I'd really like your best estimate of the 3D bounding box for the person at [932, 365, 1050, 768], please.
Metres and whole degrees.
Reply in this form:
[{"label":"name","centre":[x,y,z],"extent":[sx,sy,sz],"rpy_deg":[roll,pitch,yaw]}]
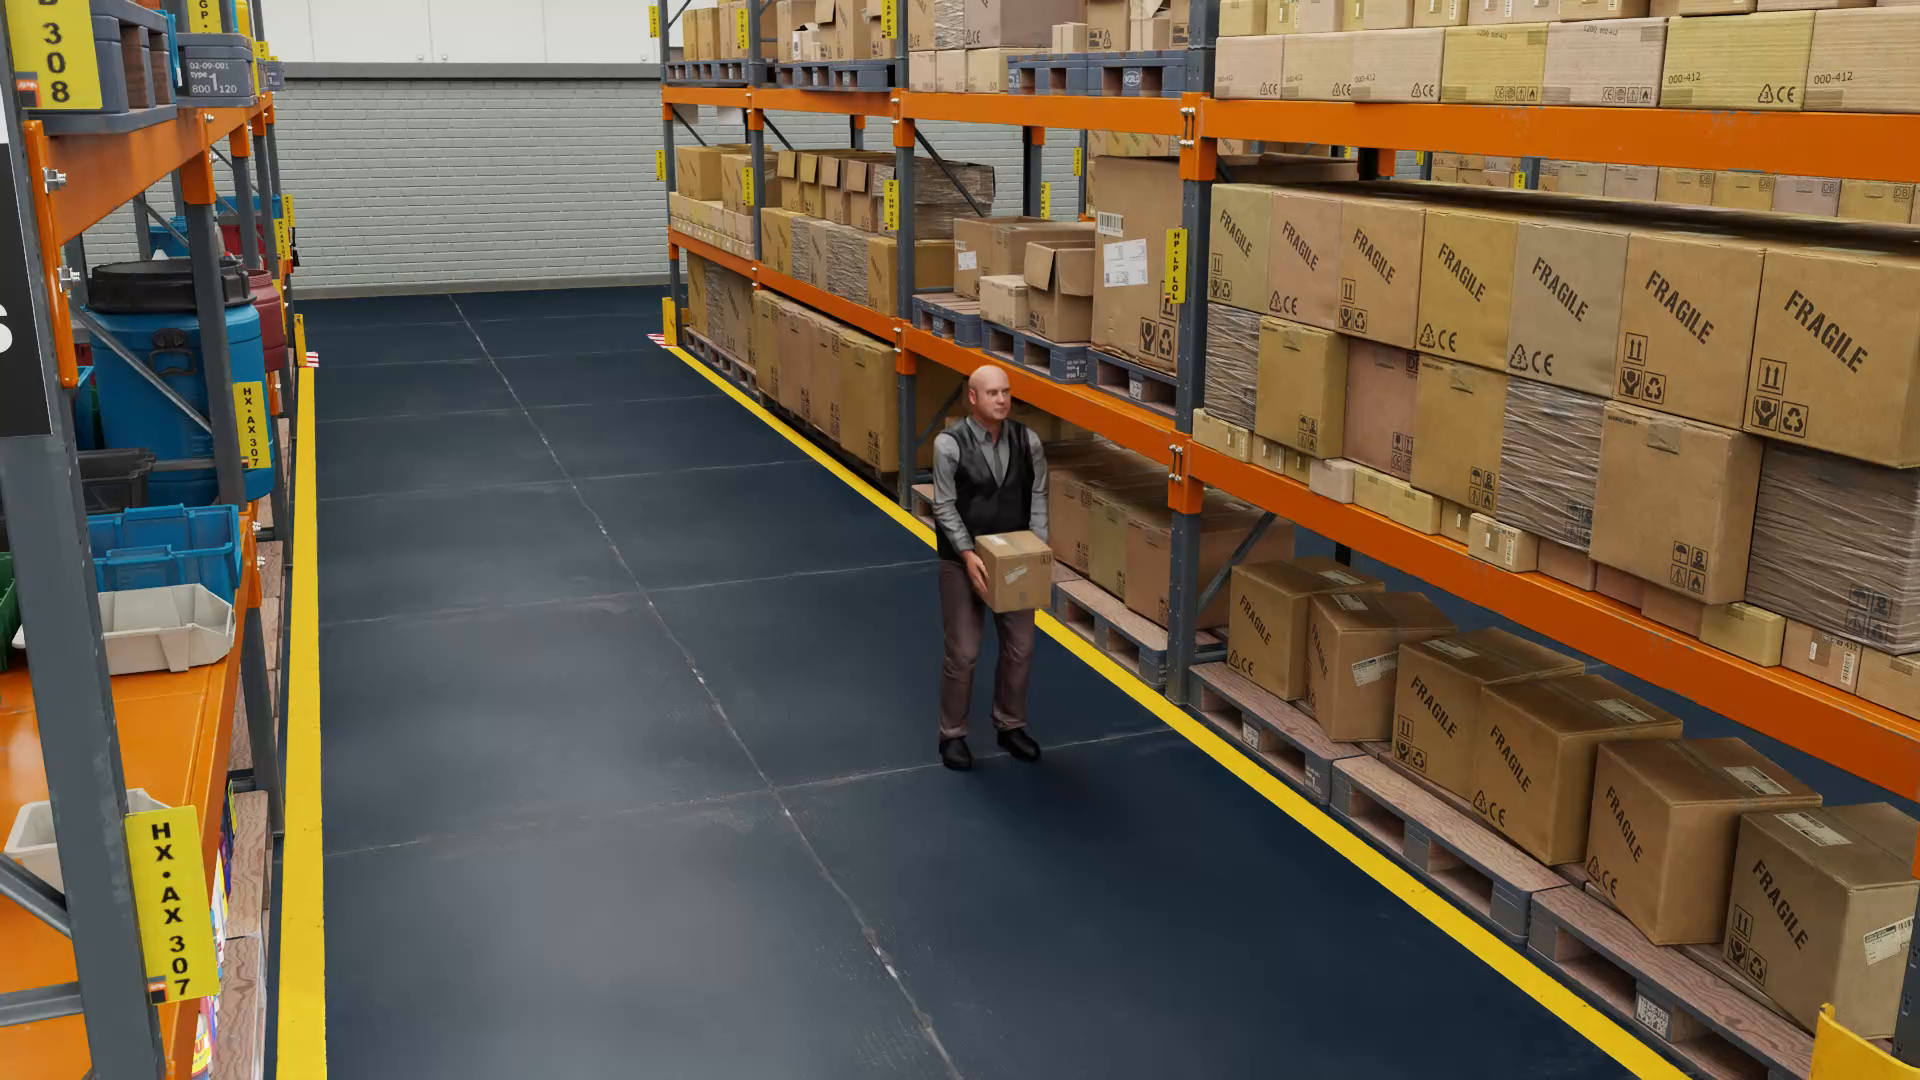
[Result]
[{"label":"person","centre":[0.146,0.117,7.137],"extent":[0.536,1.727,0.513],"rpy_deg":[-6,17,-21]}]
